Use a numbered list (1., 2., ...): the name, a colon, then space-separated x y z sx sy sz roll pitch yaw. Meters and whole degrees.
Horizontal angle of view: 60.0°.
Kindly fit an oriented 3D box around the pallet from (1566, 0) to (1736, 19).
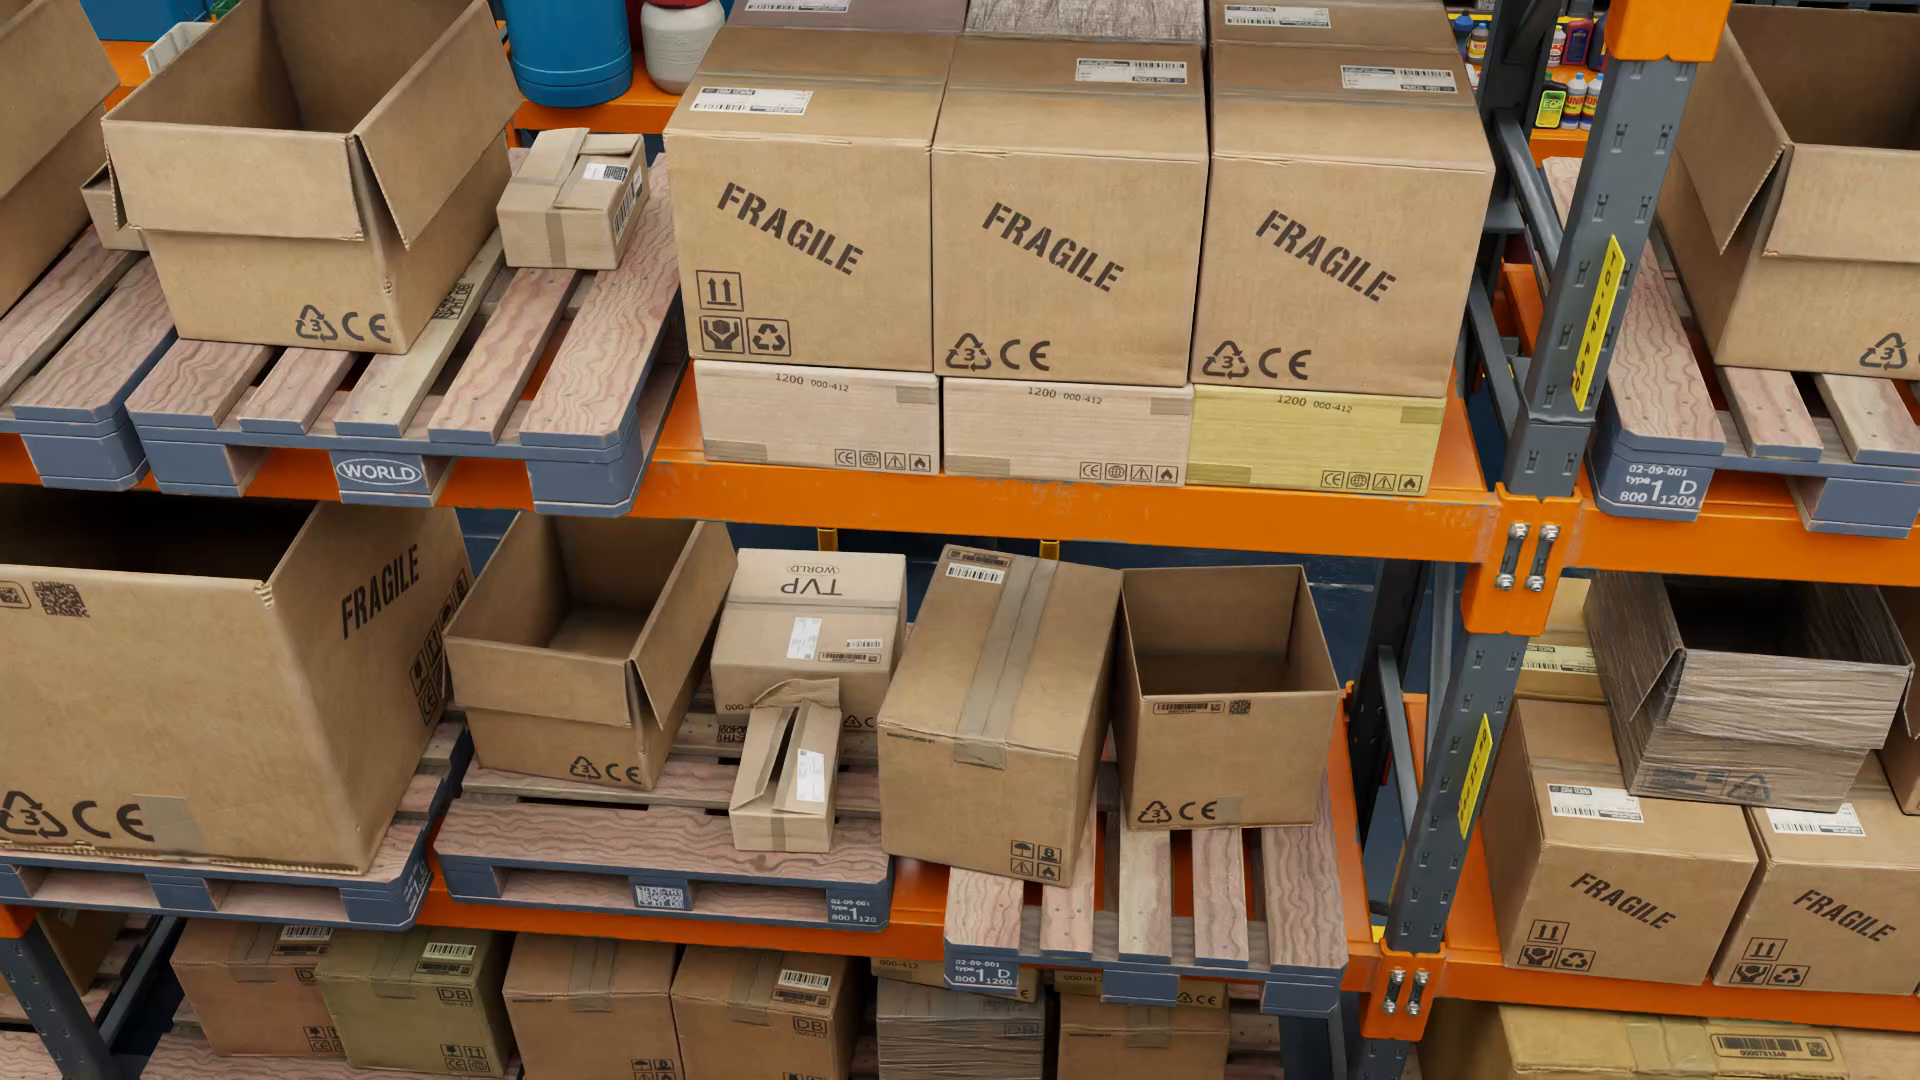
1. pallet: 5.256 -4.327 12.899 1.213 0.211 1.003 3 39 4

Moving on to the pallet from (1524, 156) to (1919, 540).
1. pallet: 1.872 -0.464 3.718 1.003 0.211 1.213 5 39 6

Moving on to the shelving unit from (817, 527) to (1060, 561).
1. shelving unit: -0.076 -0.586 7.282 1.083 1.500 0.587 3 39 4

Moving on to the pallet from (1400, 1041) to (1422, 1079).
1. pallet: 2.005 1.796 5.376 1.213 0.211 1.003 3 39 4

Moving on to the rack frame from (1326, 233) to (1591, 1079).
1. rack frame: 1.226 0.624 4.607 0.127 3.000 1.000 3 39 4

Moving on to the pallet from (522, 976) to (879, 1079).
1. pallet: -0.764 1.594 5.624 1.213 0.211 1.003 3 39 4

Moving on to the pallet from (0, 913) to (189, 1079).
1. pallet: -3.431 1.473 5.773 1.213 0.211 1.003 3 39 4

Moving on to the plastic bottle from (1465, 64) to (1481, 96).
1. plastic bottle: 2.518 -2.191 8.164 0.135 0.276 0.152 3 39 4

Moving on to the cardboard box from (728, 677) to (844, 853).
1. cardboard box: -0.458 0.592 4.420 0.258 0.266 0.396 2 39 3

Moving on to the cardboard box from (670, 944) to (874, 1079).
1. cardboard box: -0.562 1.350 5.347 0.500 0.500 0.700 6 40 8

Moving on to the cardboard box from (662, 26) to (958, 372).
1. cardboard box: -0.274 -0.698 3.380 0.500 0.500 0.500 4 39 5

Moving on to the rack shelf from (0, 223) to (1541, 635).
1. rack shelf: -0.766 -0.369 4.021 4.000 0.370 1.077 3 39 4

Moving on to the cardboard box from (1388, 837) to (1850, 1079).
1. cardboard box: 1.912 1.336 5.083 0.875 0.875 1.225 1 39 2

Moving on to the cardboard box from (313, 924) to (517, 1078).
1. cardboard box: -1.675 1.290 5.421 0.500 0.500 0.700 3 39 4

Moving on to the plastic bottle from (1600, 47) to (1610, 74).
1. plastic bottle: 3.404 -2.529 8.573 0.133 0.283 0.061 3 39 4

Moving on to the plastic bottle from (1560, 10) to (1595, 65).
1. plastic bottle: 3.232 -2.630 8.697 0.133 0.283 0.061 3 39 4

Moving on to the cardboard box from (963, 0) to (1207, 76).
1. cardboard box: 0.275 -0.989 3.738 0.500 0.500 0.500 3 39 4

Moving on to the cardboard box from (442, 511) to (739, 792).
1. cardboard box: -1.024 0.240 4.665 0.637 0.503 0.797 7 40 8

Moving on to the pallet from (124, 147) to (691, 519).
1. pallet: -1.119 -0.529 3.796 1.003 0.211 1.213 3 39 4

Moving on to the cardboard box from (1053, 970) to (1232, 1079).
1. cardboard box: 0.557 1.399 5.287 0.500 0.500 0.700 1 39 1

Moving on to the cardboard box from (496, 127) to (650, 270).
1. cardboard box: -0.882 -0.790 3.821 0.250 0.166 0.380 2 39 3

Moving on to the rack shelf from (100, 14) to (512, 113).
1. rack shelf: -4.324 -2.539 9.063 4.000 0.370 1.077 3 39 4

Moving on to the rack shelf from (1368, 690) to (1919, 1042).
1. rack shelf: 3.219 1.012 4.700 4.000 0.370 1.077 3 39 4

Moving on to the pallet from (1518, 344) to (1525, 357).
1. pallet: 3.655 -1.325 9.210 1.213 0.211 1.003 3 39 4

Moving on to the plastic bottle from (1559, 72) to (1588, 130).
1. plastic bottle: 2.994 -2.146 8.112 0.097 0.271 0.097 0 39 0

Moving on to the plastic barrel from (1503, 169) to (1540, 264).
1. plastic barrel: 3.268 -1.641 8.968 0.708 0.588 0.600 3 39 4

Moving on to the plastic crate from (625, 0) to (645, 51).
1. plastic crate: -1.823 -2.900 8.886 0.583 0.464 0.402 3 39 4

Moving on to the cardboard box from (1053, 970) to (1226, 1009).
1. cardboard box: 0.556 1.114 5.042 0.500 0.250 0.500 5 39 6

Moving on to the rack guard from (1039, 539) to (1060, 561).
1. rack guard: 0.420 -0.074 7.643 0.087 0.250 0.587 3 39 4

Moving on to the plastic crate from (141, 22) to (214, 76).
1. plastic crate: -3.971 -2.536 8.698 0.437 0.136 0.530 3 39 4

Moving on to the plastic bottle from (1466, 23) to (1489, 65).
1. plastic bottle: 2.728 -2.614 8.743 0.097 0.201 0.097 0 39 0

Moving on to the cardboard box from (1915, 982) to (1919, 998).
1. cardboard box: 2.712 0.835 4.268 0.500 0.500 0.500 2 39 3

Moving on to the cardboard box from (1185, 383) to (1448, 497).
1. cardboard box: 0.732 -0.353 3.550 0.500 0.250 0.500 3 39 4

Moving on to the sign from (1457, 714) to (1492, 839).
1. sign: 1.189 0.548 3.847 0.005 0.325 0.100 3 39 4

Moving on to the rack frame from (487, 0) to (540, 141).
1. rack frame: -2.331 -2.709 8.702 0.127 3.000 1.000 3 39 4

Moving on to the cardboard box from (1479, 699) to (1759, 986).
1. cardboard box: 1.687 0.783 4.333 0.500 0.500 0.500 4 39 5

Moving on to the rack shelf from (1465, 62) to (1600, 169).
1. rack shelf: 3.646 -2.103 8.527 4.000 0.370 1.077 3 39 4

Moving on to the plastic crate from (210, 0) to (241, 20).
1. plastic crate: -3.659 -2.878 9.078 0.662 0.188 0.450 3 39 4

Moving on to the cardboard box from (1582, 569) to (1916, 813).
1. cardboard box: 1.953 0.246 4.197 0.637 0.503 0.797 4 39 5

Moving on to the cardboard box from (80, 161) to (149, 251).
1. cardboard box: -1.814 -0.880 3.852 0.258 0.266 0.396 4 39 5

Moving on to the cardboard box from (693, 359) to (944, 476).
1. cardboard box: -0.264 -0.400 3.608 0.500 0.250 0.500 4 39 5

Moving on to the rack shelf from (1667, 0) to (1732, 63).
1. rack shelf: 3.219 -1.160 2.933 4.000 0.370 1.077 3 39 4

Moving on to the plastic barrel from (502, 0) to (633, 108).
1. plastic barrel: -1.973 -2.692 8.284 0.708 0.901 0.600 3 39 4

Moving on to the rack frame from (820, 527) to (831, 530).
1. rack frame: -0.591 -0.614 7.316 0.032 1.500 0.500 3 39 4

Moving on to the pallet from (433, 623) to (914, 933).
1. pallet: -0.749 0.616 4.768 1.213 0.211 1.003 3 39 4

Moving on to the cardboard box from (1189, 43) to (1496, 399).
1. cardboard box: 0.729 -0.641 3.309 0.500 0.500 0.500 4 39 5

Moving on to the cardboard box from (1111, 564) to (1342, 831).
1. cardboard box: 0.685 0.418 4.448 0.500 0.500 0.500 -1 39 -2
